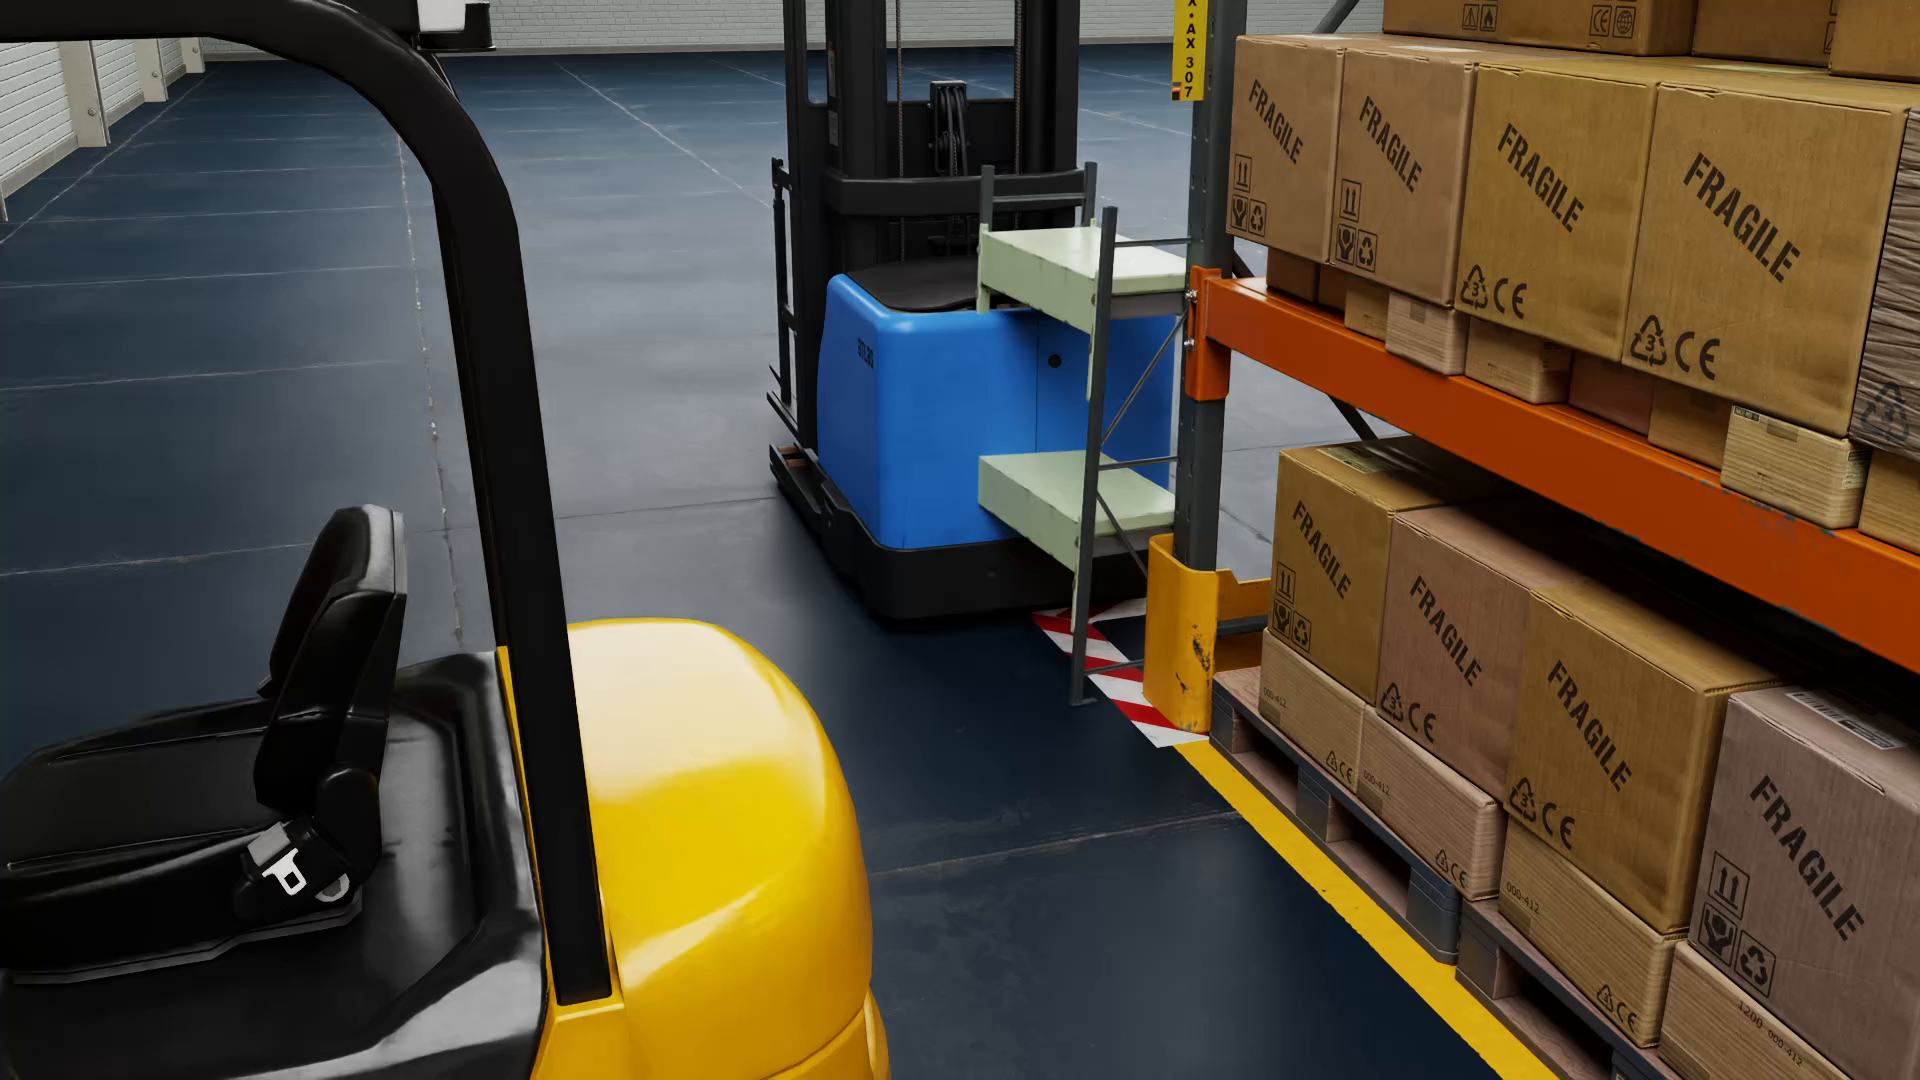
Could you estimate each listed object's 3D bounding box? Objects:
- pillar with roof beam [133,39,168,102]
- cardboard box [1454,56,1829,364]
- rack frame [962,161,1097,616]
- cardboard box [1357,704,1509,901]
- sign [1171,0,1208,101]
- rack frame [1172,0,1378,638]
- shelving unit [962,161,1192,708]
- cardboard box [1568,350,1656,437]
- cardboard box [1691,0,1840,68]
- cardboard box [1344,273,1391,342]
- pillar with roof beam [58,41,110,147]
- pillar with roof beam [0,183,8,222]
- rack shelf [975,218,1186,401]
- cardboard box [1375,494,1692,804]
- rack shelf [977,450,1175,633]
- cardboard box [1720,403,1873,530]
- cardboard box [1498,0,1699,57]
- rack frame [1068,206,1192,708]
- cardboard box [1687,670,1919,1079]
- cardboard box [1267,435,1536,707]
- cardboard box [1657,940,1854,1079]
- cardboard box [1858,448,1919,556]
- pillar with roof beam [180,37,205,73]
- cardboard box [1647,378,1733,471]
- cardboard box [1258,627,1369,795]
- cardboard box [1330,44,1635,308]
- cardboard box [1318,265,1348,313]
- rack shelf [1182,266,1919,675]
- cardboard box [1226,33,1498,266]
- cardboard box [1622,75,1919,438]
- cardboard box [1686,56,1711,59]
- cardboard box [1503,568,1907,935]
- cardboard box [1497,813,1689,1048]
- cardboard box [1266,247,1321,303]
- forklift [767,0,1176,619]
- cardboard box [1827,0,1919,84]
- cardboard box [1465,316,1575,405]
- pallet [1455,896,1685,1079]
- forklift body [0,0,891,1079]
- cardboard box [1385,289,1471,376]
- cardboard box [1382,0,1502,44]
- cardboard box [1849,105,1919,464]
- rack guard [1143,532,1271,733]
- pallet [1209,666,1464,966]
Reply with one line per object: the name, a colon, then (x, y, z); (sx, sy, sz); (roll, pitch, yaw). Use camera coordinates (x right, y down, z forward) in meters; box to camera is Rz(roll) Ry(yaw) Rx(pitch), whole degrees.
pillar with roof beam: (-7.676, -11.119, 24.059); (9.100, 9.000, 0.400); (-6, 21, -17)
cardboard box: (1.341, -0.660, 3.229); (0.500, 0.500, 0.500); (-7, 21, -18)
rack frame: (0.221, -0.471, 5.442); (0.400, 1.500, 0.023); (-8, 23, -25)
cardboard box: (1.273, 0.566, 3.851); (0.500, 0.250, 0.500); (-6, 21, -15)
sign: (0.613, -1.333, 4.411); (0.100, 0.325, 0.005); (-6, 21, -17)
rack frame: (1.128, -0.984, 4.718); (1.000, 3.000, 0.127); (-6, 21, -17)
shelving unit: (0.381, -0.347, 5.137); (0.431, 1.500, 0.755); (-8, 23, -25)
cardboard box: (1.427, -0.317, 3.233); (0.380, 0.149, 0.250); (-6, 21, -15)
cardboard box: (1.906, -1.185, 3.210); (0.700, 0.500, 0.500); (-7, 21, -18)
cardboard box: (1.138, -0.561, 3.913); (0.380, 0.149, 0.250); (-7, 21, -19)
pillar with roof beam: (-5.790, -9.193, 18.699); (9.100, 9.000, 0.400); (-6, 21, -17)
pillar with roof beam: (-3.904, -7.268, 13.338); (9.100, 9.000, 0.400); (-6, 21, -17)
rack shelf: (0.396, -0.711, 4.996); (0.431, 0.370, 0.720); (-8, 23, -25)
cardboard box: (1.296, 0.223, 3.696); (0.500, 0.500, 0.500); (-7, 21, -19)
rack shelf: (0.369, -0.043, 5.254); (0.431, 0.370, 0.720); (-8, 23, -25)
cardboard box: (1.505, -0.142, 2.747); (0.380, 0.149, 0.250); (-6, 21, -17)
cardboard box: (1.648, -1.337, 3.636); (0.700, 0.500, 0.500); (-6, 21, -17)
rack frame: (0.541, -0.223, 4.832); (0.400, 1.500, 0.023); (-8, 23, -25)
cardboard box: (1.622, 0.555, 2.770); (0.500, 0.500, 0.500); (-5, 20, -14)
cardboard box: (1.127, 0.056, 4.161); (0.500, 0.500, 0.500); (-7, 21, -19)
cardboard box: (1.612, 0.902, 2.915); (0.500, 0.250, 0.500); (-6, 21, -16)
cardboard box: (1.621, -0.064, 2.528); (0.380, 0.149, 0.250); (-7, 21, -18)
pillar with roof beam: (-9.562, -13.044, 29.420); (9.100, 9.000, 0.400); (-6, 21, -17)
cardboard box: (1.482, -0.229, 2.989); (0.380, 0.149, 0.250); (-7, 21, -19)
cardboard box: (1.119, 0.401, 4.309); (0.500, 0.250, 0.500); (-7, 21, -18)
cardboard box: (1.180, -0.823, 3.684); (0.500, 0.500, 0.500); (-6, 21, -16)
cardboard box: (1.132, -0.655, 4.174); (0.380, 0.149, 0.250); (-6, 21, -16)
rack shelf: (1.757, -0.003, 3.053); (1.077, 0.370, 4.000); (-6, 21, -17)
cardboard box: (1.014, -0.989, 4.146); (0.500, 0.500, 0.500); (-7, 21, -18)
cardboard box: (1.509, -0.498, 2.777); (0.500, 0.500, 0.500); (-7, 21, -18)
cardboard box: (1.713, -0.865, 3.799); (0.500, 0.500, 0.500); (-6, 21, -17)
cardboard box: (1.446, 0.385, 3.245); (0.500, 0.500, 0.500); (-6, 21, -16)
cardboard box: (1.456, 0.739, 3.367); (0.500, 0.250, 0.500); (-5, 20, -14)
cardboard box: (1.039, -0.735, 4.396); (0.380, 0.149, 0.250); (-6, 21, -17)
forklift: (-0.178, -1.583, 6.489); (1.130, 2.935, 3.031); (-6, 21, -15)
cardboard box: (1.931, -1.010, 2.724); (0.700, 0.500, 0.500); (-7, 21, -18)
cardboard box: (1.287, -0.395, 3.452); (0.380, 0.149, 0.250); (-6, 21, -16)
pallet: (1.754, 1.008, 3.297); (1.003, 0.211, 1.213); (-6, 21, -17)
forklift body: (-1.255, 0.359, 2.235); (2.313, 2.155, 1.214); (-6, 21, -17)
cardboard box: (1.174, -0.475, 3.673); (0.380, 0.149, 0.250); (-6, 21, -16)
cardboard box: (1.496, -1.501, 4.090); (0.700, 0.500, 0.500); (-7, 21, -19)
cardboard box: (1.674, -0.334, 2.321); (0.500, 0.500, 0.500); (-6, 21, -16)
rack guard: (1.152, 0.217, 5.073); (1.175, 0.500, 0.348); (-6, 21, -17)
pallet: (1.374, 0.617, 4.385); (1.003, 0.211, 1.213); (-6, 21, -17)
